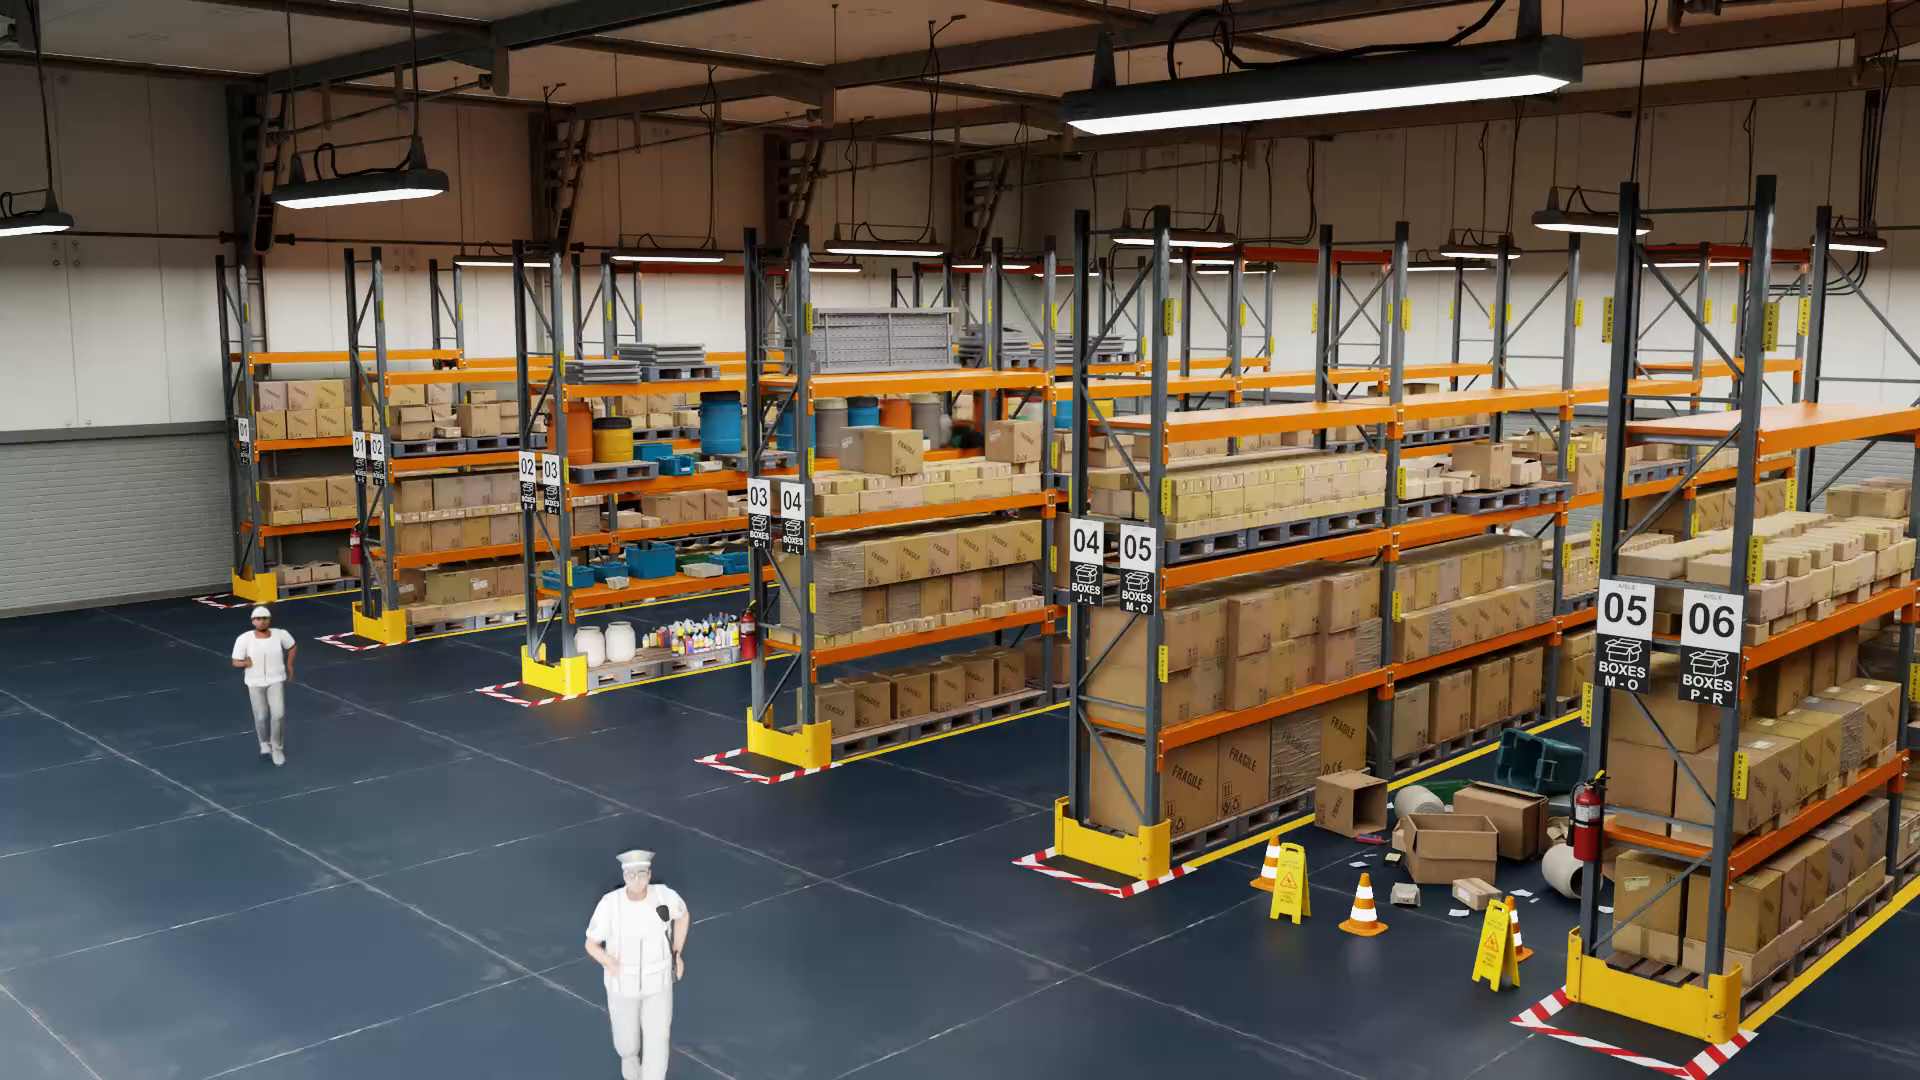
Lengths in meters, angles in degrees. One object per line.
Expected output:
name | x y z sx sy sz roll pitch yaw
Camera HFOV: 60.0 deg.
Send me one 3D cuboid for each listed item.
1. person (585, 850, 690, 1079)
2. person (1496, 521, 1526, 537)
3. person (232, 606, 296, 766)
person | -2.028 2.806 10.546 0.664 1.780 0.954 -2 8 -13
person | 9.050 0.431 27.463 0.694 1.740 0.815 6 10 37
person | -7.832 1.648 18.774 0.673 1.812 0.700 -3 9 -22
